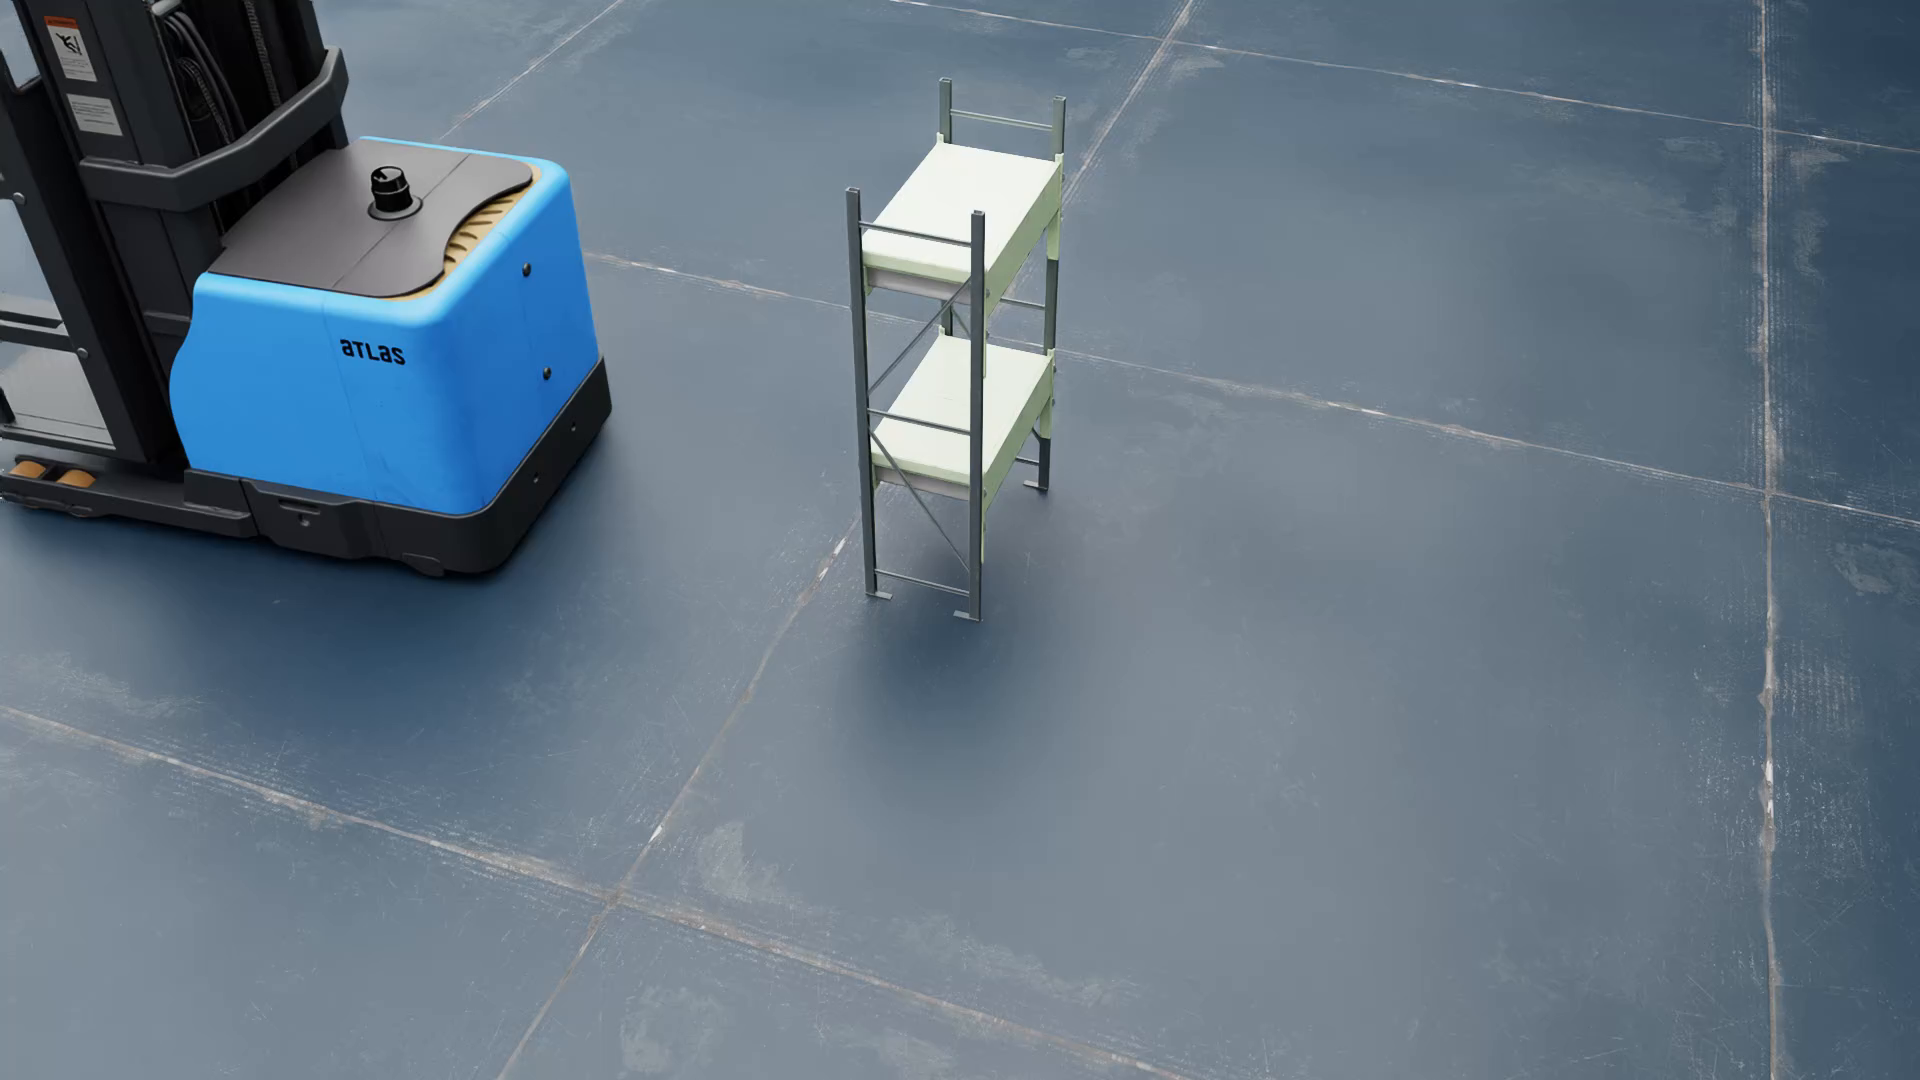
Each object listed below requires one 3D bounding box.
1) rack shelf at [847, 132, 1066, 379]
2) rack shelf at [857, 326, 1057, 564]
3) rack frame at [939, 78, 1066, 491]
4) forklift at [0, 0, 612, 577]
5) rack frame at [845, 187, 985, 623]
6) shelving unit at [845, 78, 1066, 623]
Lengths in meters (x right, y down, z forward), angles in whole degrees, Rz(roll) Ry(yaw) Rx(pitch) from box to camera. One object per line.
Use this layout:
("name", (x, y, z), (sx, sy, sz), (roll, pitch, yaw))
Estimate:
("rack shelf", (0.002, -0.872, 5.015), (0.431, 0.370, 0.720), (13, 42, 15))
("rack shelf", (0.002, -0.327, 5.480), (0.431, 0.370, 0.720), (13, 42, 15))
("rack frame", (0.127, -0.798, 5.530), (0.400, 1.500, 0.023), (13, 42, 15))
("forklift", (-2.874, -1.515, 5.267), (3.031, 2.935, 1.130), (10, 41, 11))
("rack frame", (-0.123, -0.351, 5.006), (0.400, 1.500, 0.023), (13, 42, 15))
("shelving unit", (0.002, -0.575, 5.268), (0.431, 1.500, 0.755), (13, 42, 15))
